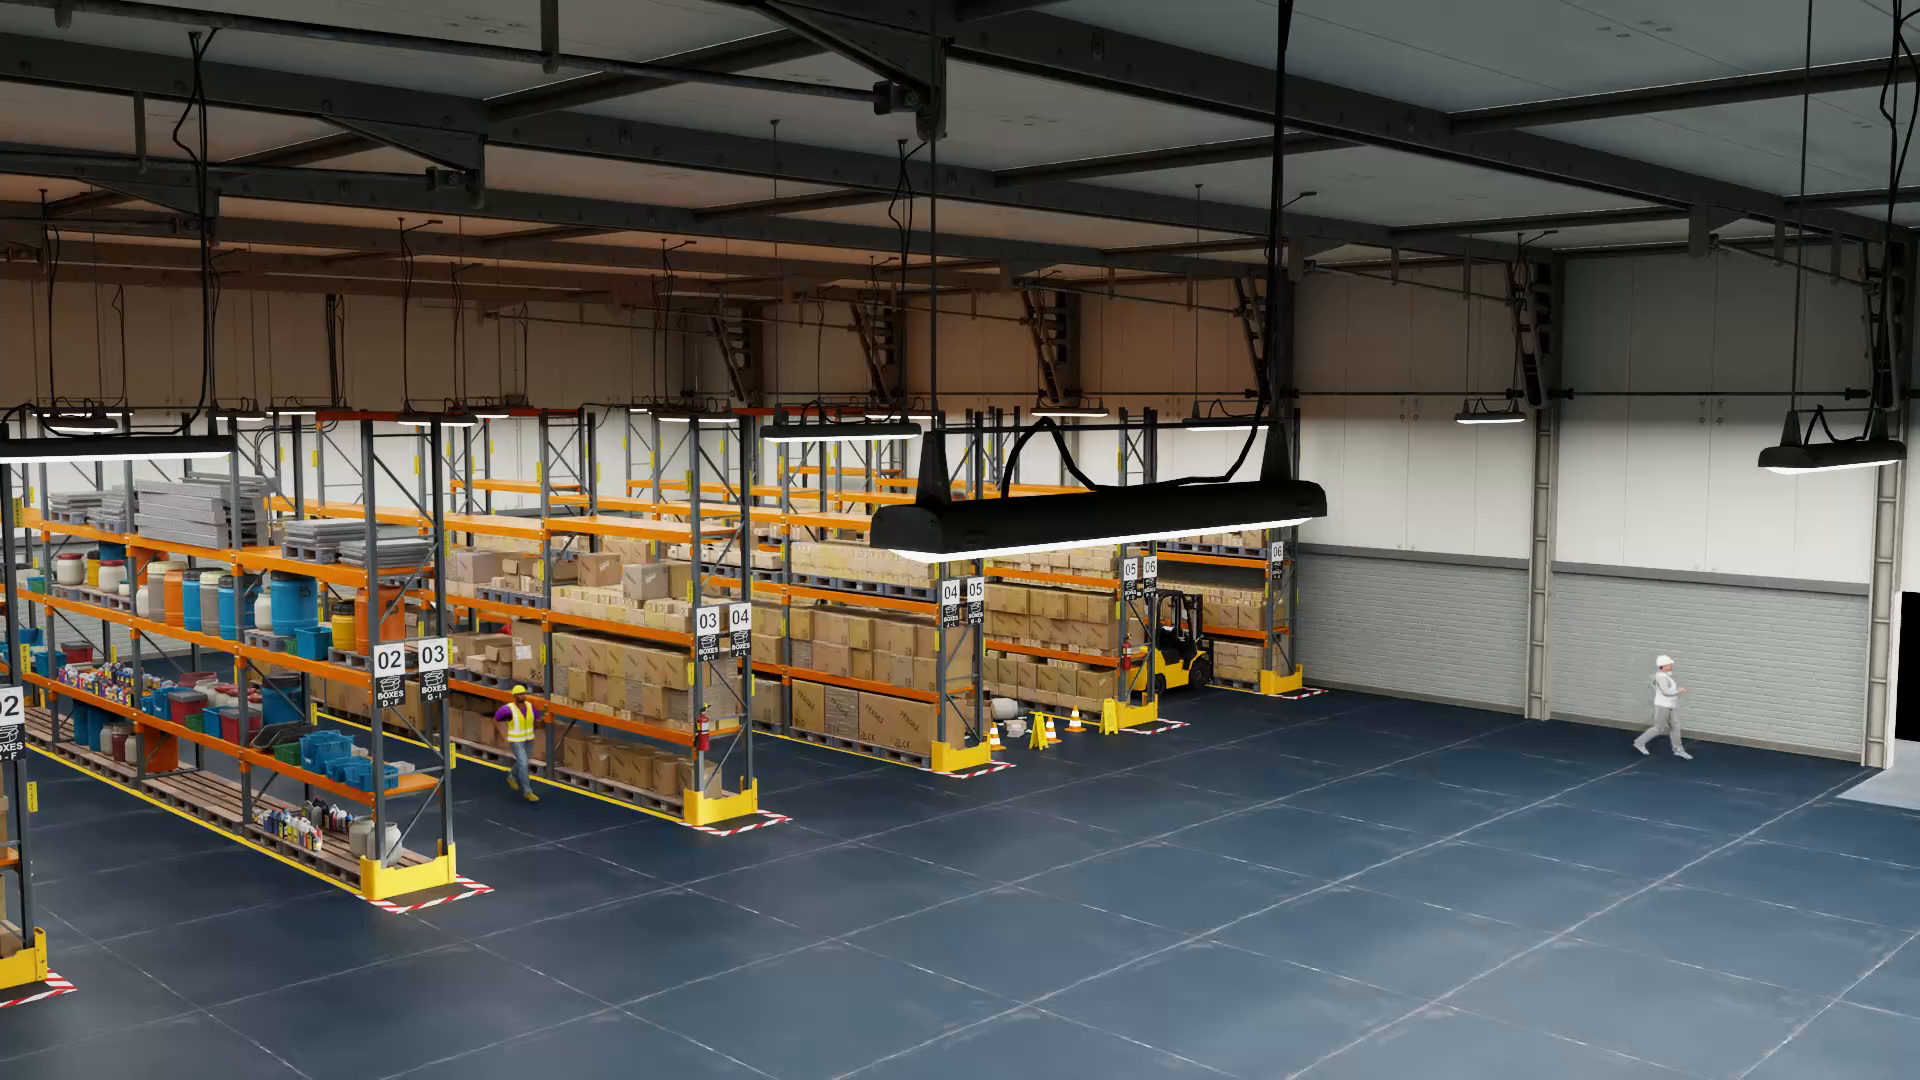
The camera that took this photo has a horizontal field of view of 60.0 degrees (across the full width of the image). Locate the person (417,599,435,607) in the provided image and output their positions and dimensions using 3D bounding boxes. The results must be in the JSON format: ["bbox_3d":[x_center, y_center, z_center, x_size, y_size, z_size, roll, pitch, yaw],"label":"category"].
[{"bbox_3d":[-12.644,2.020,39.329,0.685,1.665,0.510,1,5,16],"label":"person"}]

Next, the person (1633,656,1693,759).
[{"bbox_3d":[12.176,2.878,28.729,0.952,1.772,0.650,3,6,28],"label":"person"}]

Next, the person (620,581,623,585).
[{"bbox_3d":[-8.992,1.614,43.843,0.628,1.704,0.750,-4,6,-38],"label":"person"}]

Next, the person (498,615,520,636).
[{"bbox_3d":[-9.283,2.406,34.801,0.630,1.799,0.814,-5,7,-42],"label":"person"}]

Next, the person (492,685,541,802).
[{"bbox_3d":[-6.831,3.128,25.902,0.972,1.754,0.700,4,7,40],"label":"person"}]
